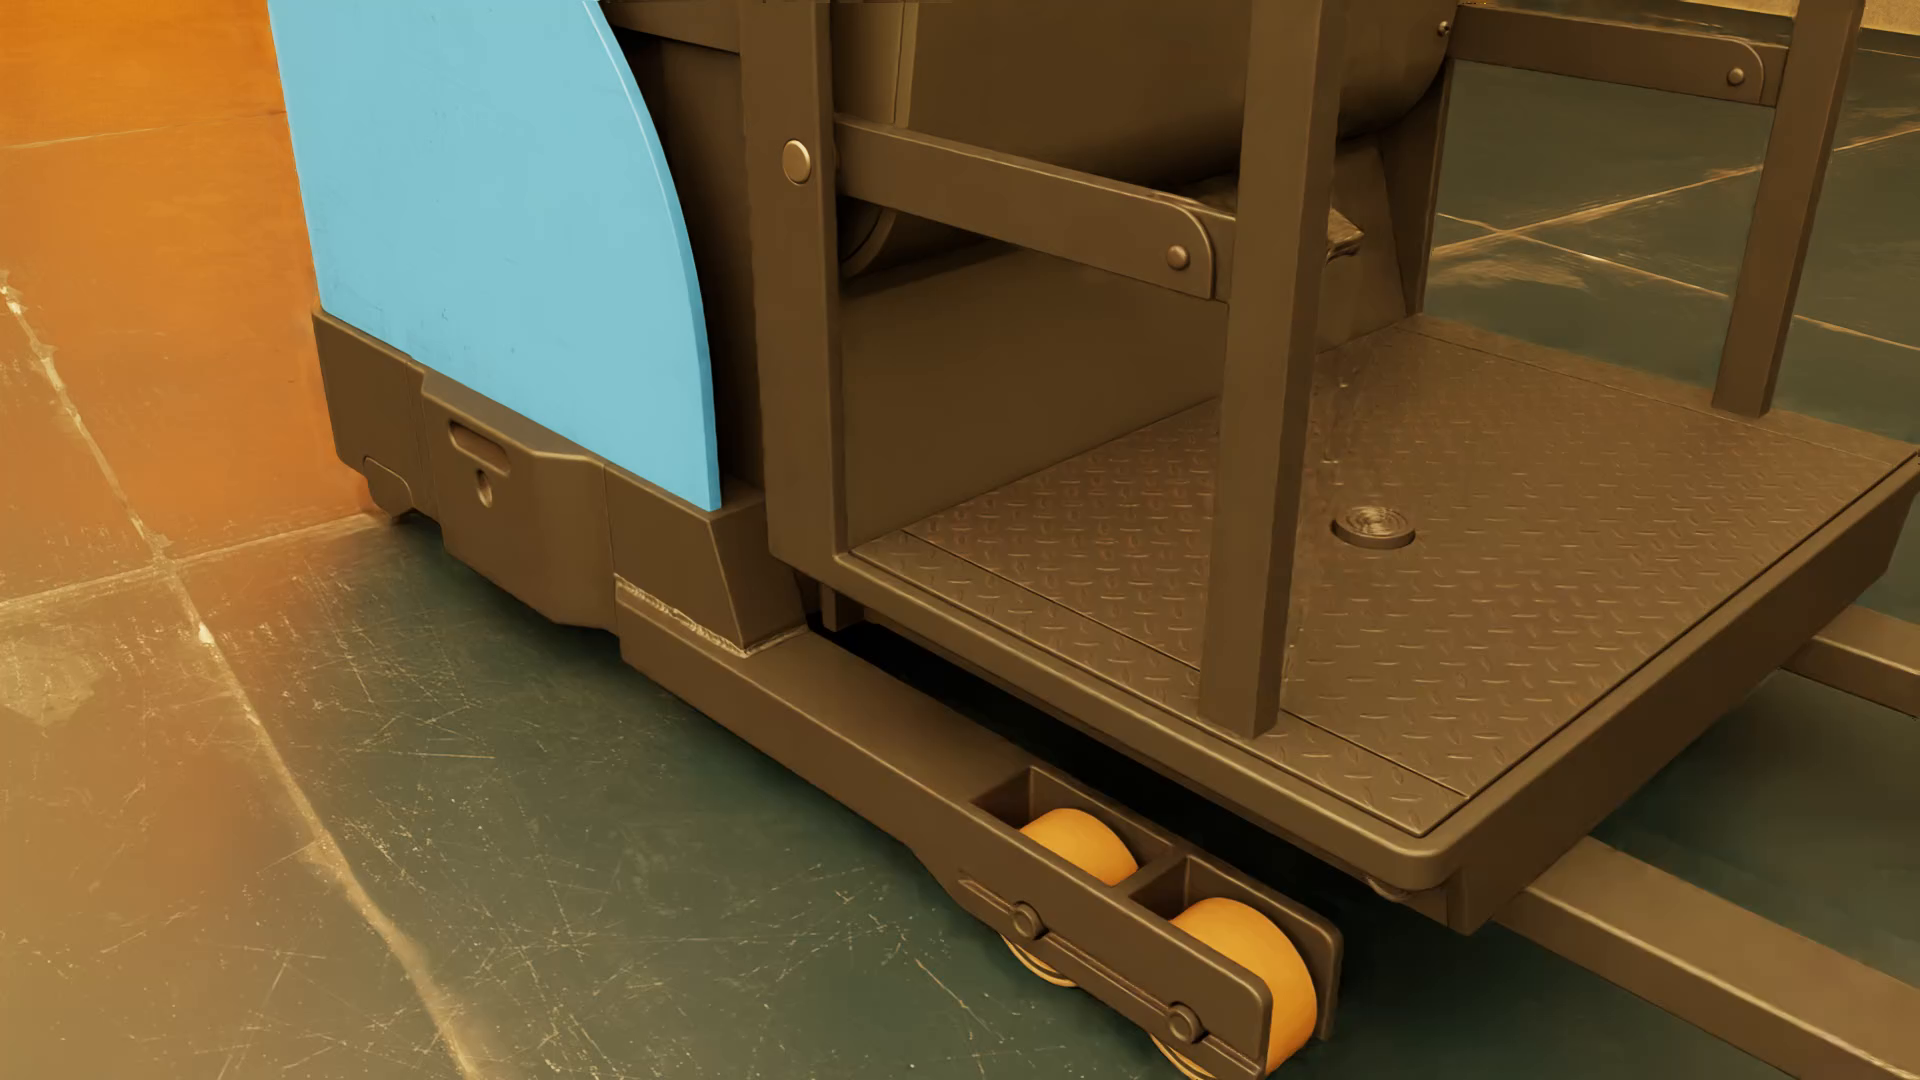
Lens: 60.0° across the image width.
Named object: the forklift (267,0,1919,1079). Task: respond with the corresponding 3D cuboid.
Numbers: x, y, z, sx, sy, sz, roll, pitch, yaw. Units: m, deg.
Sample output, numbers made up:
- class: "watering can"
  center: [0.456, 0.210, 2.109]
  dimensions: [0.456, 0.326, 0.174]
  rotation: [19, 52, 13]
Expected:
- class: "forklift"
  center: [0.402, -1.075, 1.374]
  dimensions: [1.130, 2.935, 3.031]
  rotation: [-23, 35, -38]
